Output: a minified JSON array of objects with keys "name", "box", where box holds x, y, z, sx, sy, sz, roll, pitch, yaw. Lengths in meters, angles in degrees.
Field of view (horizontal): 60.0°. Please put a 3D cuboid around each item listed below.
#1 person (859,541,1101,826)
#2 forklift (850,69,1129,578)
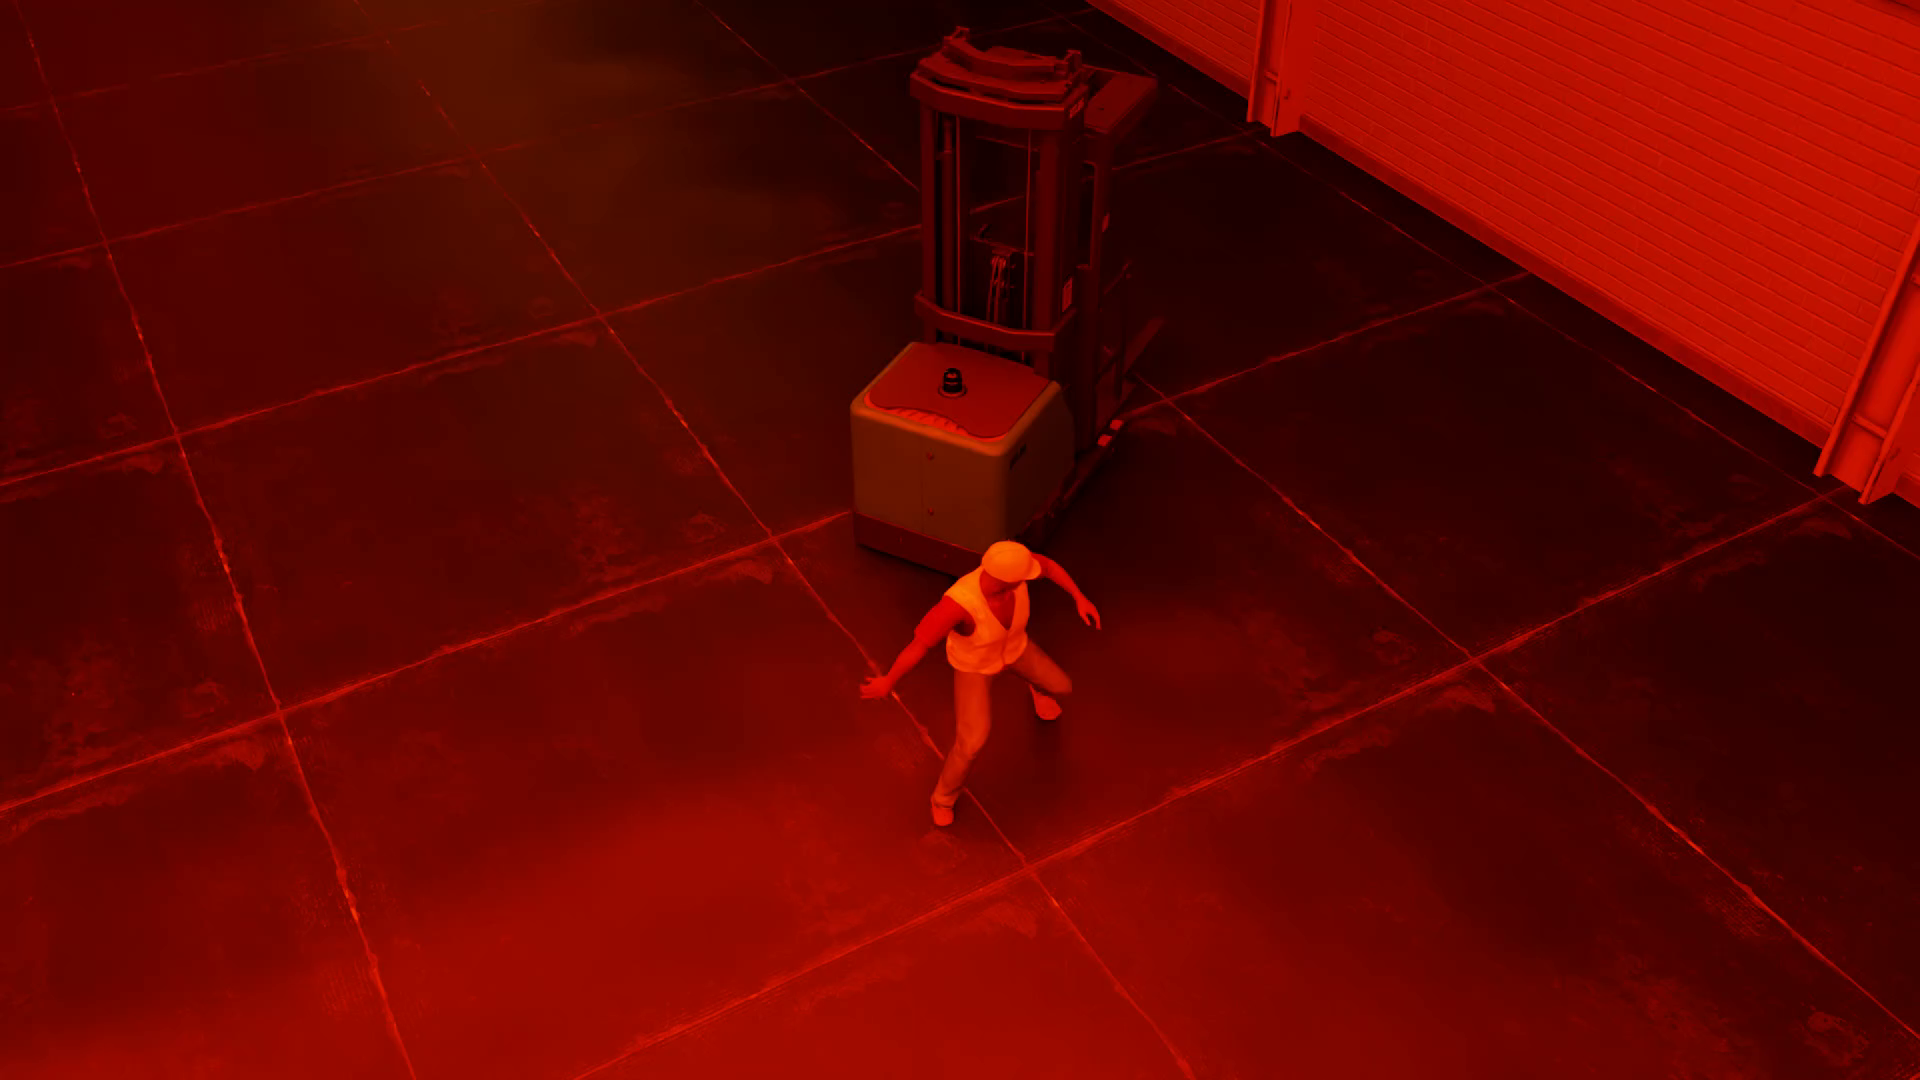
[{"name":"person","box":[0.117,0.638,8.373,1.223,1.686,0.551,-24,45,-26]},{"name":"forklift","box":[0.219,-1.436,9.836,1.129,2.843,1.939,18,43,21]}]
